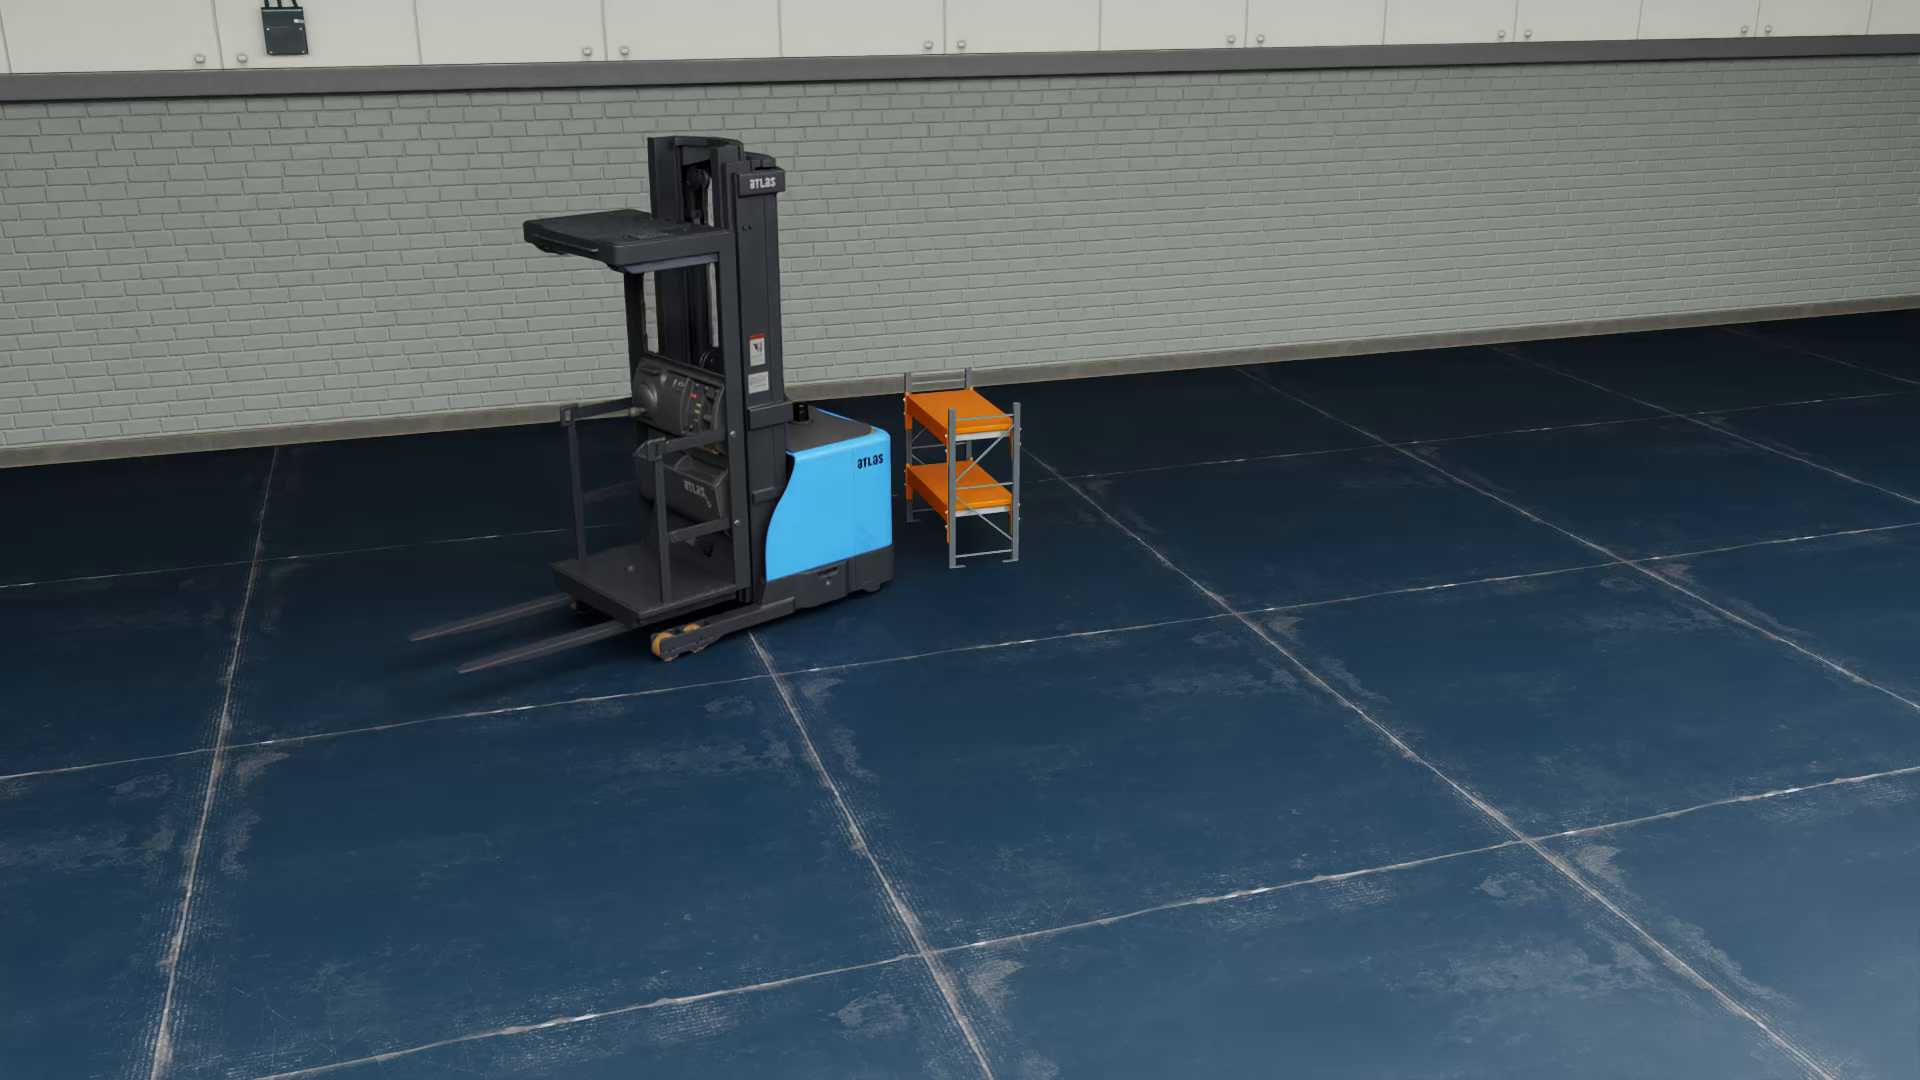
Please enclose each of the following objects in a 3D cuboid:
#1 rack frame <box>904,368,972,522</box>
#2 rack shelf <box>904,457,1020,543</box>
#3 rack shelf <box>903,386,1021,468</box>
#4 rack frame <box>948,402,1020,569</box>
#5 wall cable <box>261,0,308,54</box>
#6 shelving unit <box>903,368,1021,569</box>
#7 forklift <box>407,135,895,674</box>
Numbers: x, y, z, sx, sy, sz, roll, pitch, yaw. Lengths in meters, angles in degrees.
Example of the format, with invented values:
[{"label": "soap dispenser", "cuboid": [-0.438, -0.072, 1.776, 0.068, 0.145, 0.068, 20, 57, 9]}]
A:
[{"label": "rack frame", "cuboid": [-0.158, -0.690, 12.174, 0.500, 1.125, 0.032, -6, 21, -17]}, {"label": "rack shelf", "cuboid": [0.002, -0.297, 11.803, 0.538, 0.278, 1.000, -6, 21, -17]}, {"label": "rack shelf", "cuboid": [0.002, -0.803, 11.621, 0.538, 0.278, 1.000, -6, 21, -17]}, {"label": "rack frame", "cuboid": [0.162, -0.364, 11.266, 0.500, 1.125, 0.032, -6, 21, -17]}, {"label": "wall cable", "cuboid": [-4.384, -6.789, 12.475, 2.305, 6.003, 0.169, -6, 21, -17]}, {"label": "shelving unit", "cuboid": [0.002, -0.527, 11.720, 0.538, 1.125, 1.048, -6, 21, -17]}, {"label": "forklift", "cuboid": [-1.869, -0.858, 9.970, 3.031, 2.935, 1.130, -17, 26, -39]}]
